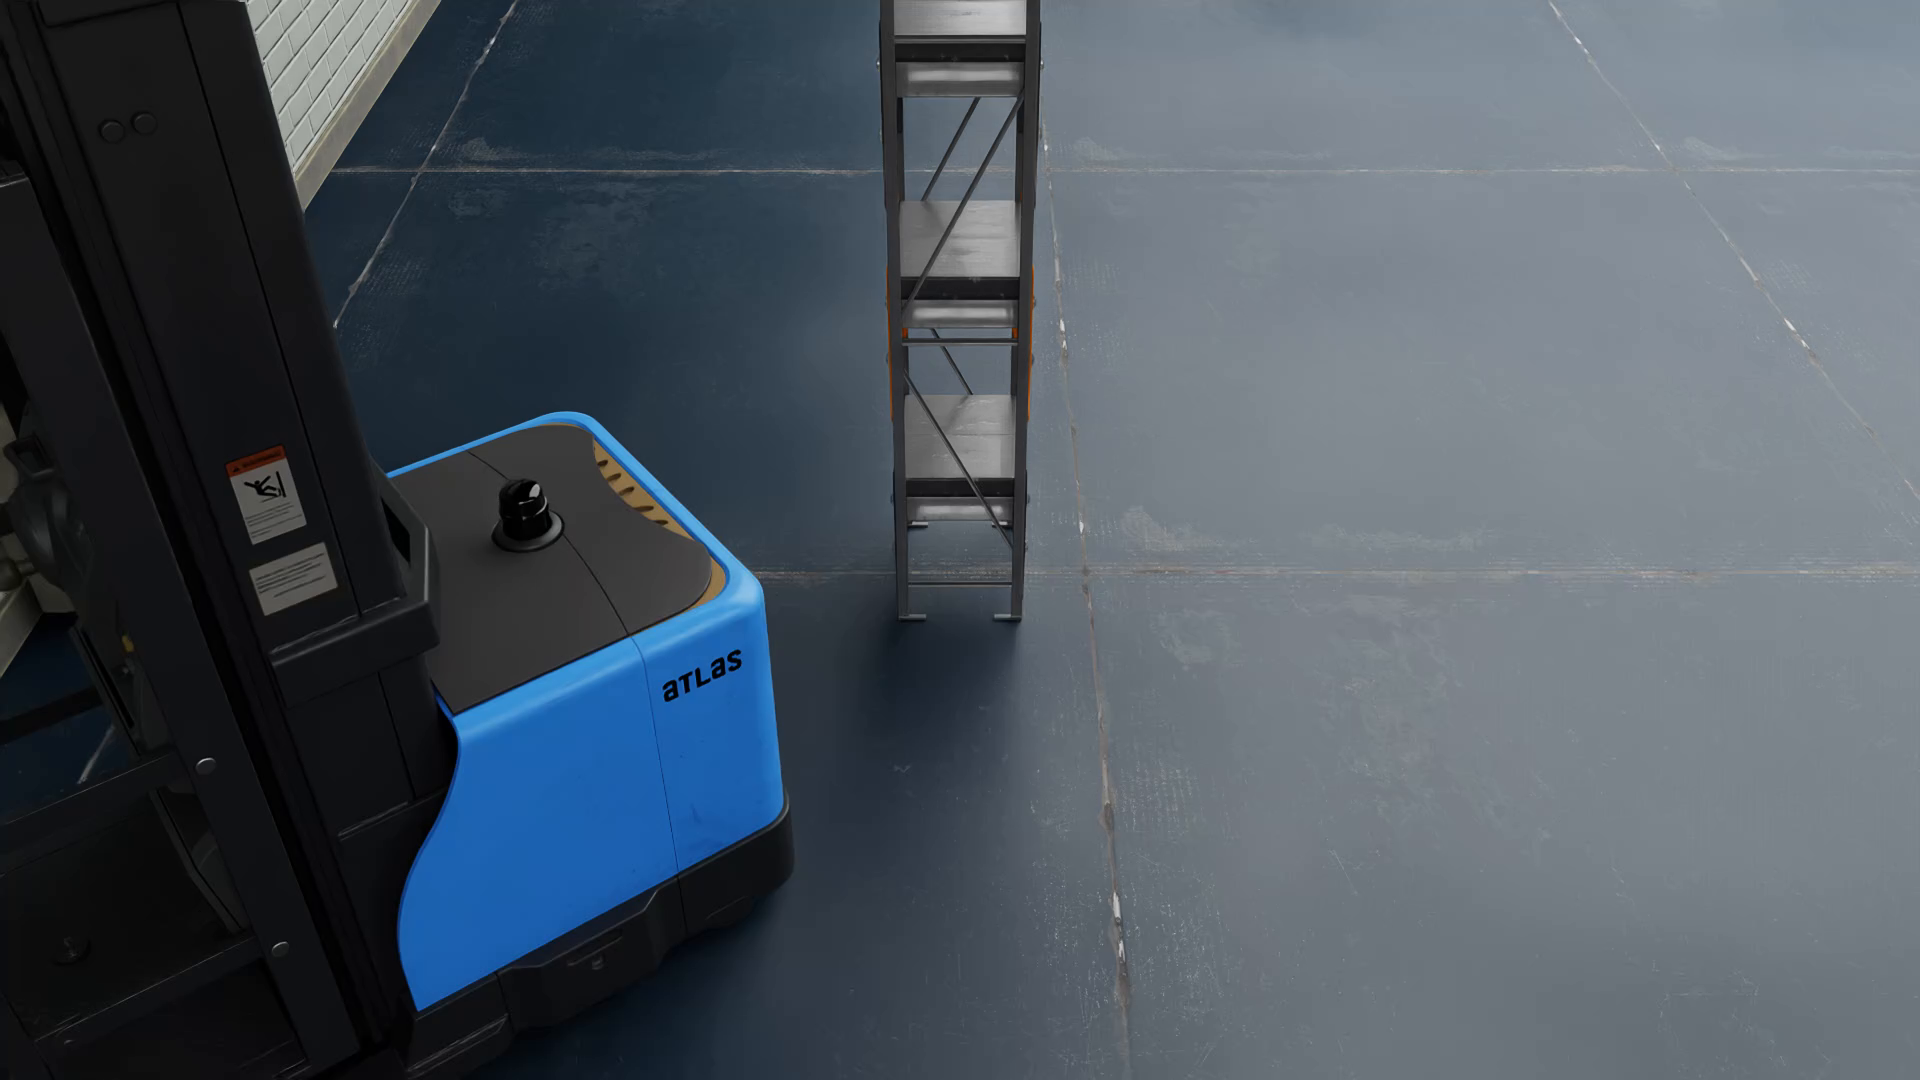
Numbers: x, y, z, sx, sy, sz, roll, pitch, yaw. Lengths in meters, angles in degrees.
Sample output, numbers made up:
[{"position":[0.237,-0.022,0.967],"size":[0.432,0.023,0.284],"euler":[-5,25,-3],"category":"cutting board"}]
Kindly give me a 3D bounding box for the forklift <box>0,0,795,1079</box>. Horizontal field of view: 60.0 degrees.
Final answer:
[{"position":[-1.934,0.115,3.263],"size":[3.031,2.935,1.130],"euler":[-25,45,-28],"category":"forklift"}]

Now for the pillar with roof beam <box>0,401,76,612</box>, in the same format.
[{"position":[1.415,-3.402,2.800],"size":[9.100,9.000,0.400],"euler":[0,39,0],"category":"pillar with roof beam"}]

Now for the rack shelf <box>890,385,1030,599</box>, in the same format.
[{"position":[0.000,-0.159,5.410],"size":[0.431,0.518,0.480],"euler":[0,39,0],"category":"rack shelf"}]

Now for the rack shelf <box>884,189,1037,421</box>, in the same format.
[{"position":[0.000,-0.705,4.973],"size":[0.431,0.518,0.480],"euler":[0,39,0],"category":"rack shelf"}]

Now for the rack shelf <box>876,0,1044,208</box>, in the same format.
[{"position":[0.000,-1.251,4.535],"size":[0.431,0.518,0.480],"euler":[0,39,0],"category":"rack shelf"}]

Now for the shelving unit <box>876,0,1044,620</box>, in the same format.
[{"position":[0.000,-0.716,4.964],"size":[0.431,2.100,0.503],"euler":[0,39,0],"category":"shelving unit"}]

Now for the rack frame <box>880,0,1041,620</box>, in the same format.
[{"position":[0.000,-0.563,4.774],"size":[0.400,2.100,0.015],"euler":[0,39,0],"category":"rack frame"}]

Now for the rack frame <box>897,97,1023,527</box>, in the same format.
[{"position":[0.000,-0.868,5.155],"size":[0.400,2.100,0.015],"euler":[0,39,0],"category":"rack frame"}]
